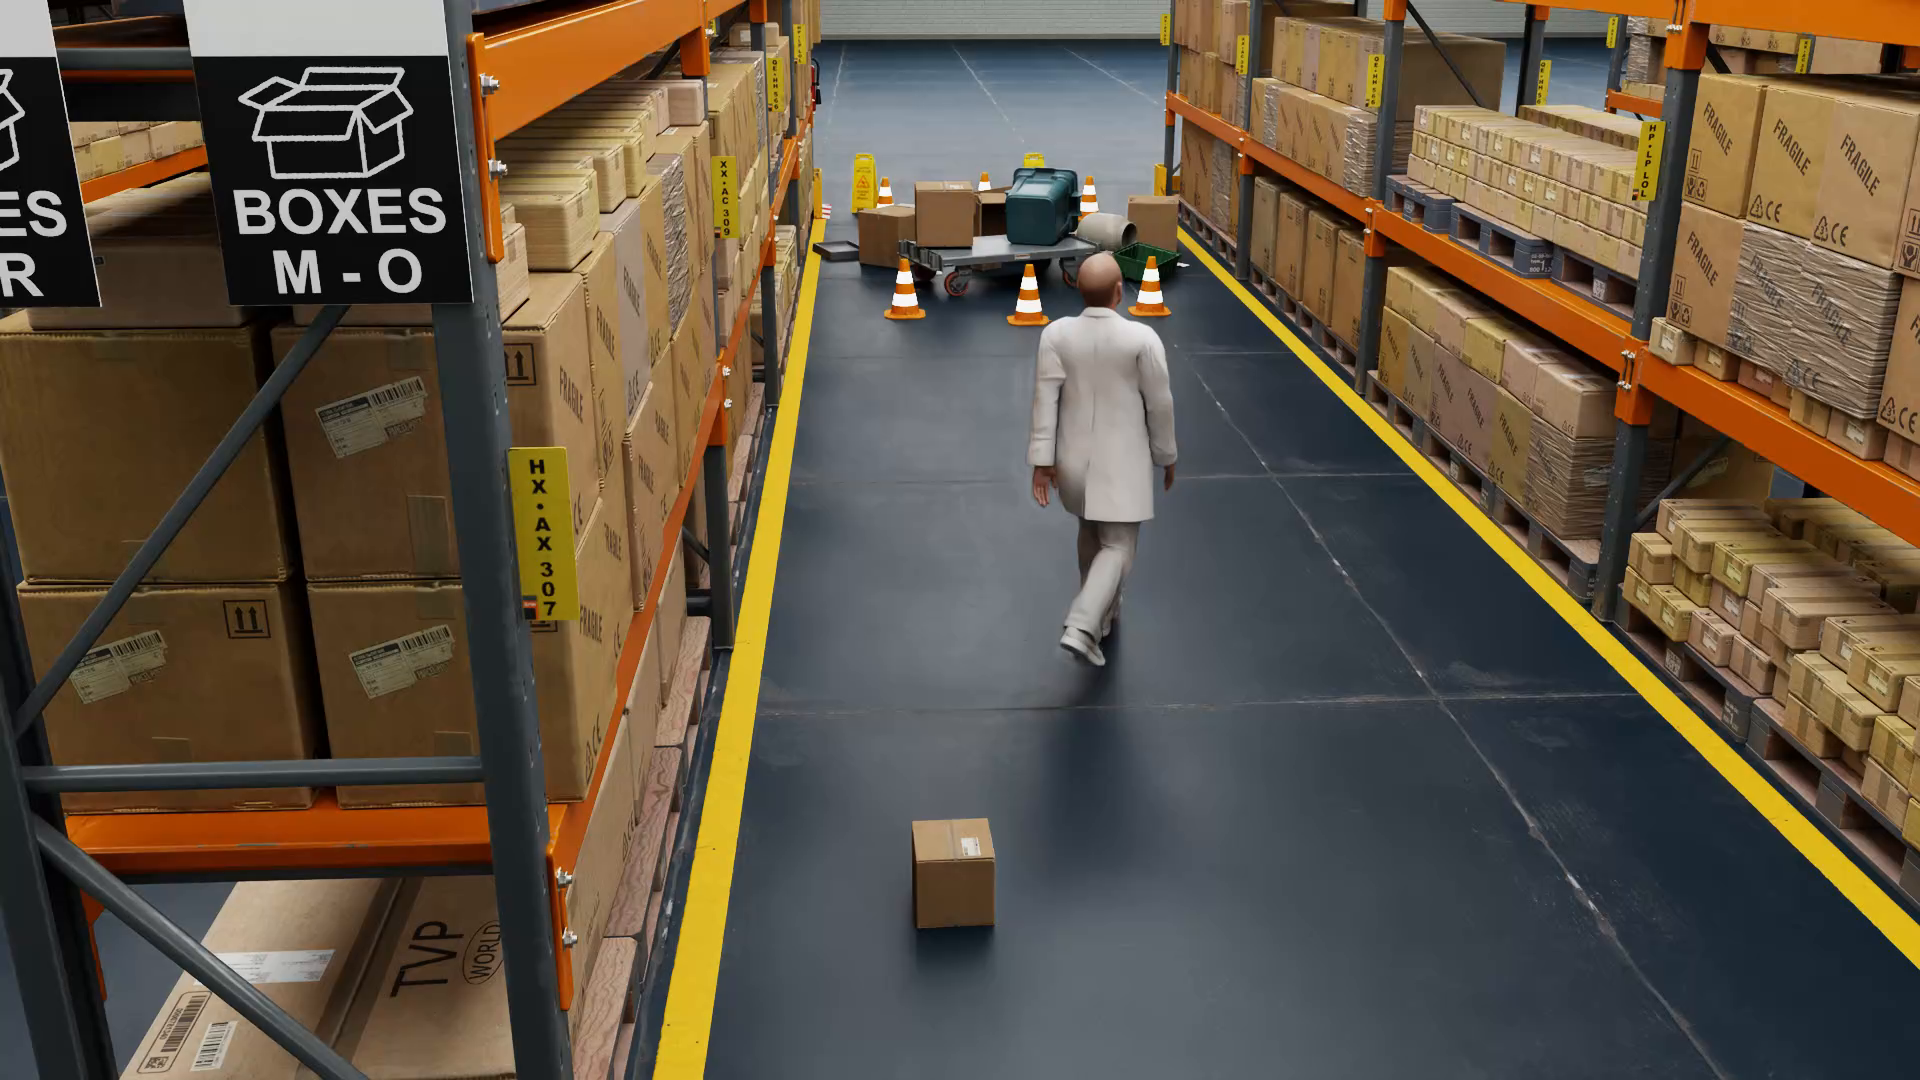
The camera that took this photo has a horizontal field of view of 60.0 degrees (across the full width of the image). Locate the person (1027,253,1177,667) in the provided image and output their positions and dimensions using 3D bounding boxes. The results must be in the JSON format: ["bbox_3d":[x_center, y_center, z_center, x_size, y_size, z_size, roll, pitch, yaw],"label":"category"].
[{"bbox_3d":[0.590,-0.327,6.979,0.587,1.739,1.034,8,22,21],"label":"person"}]
